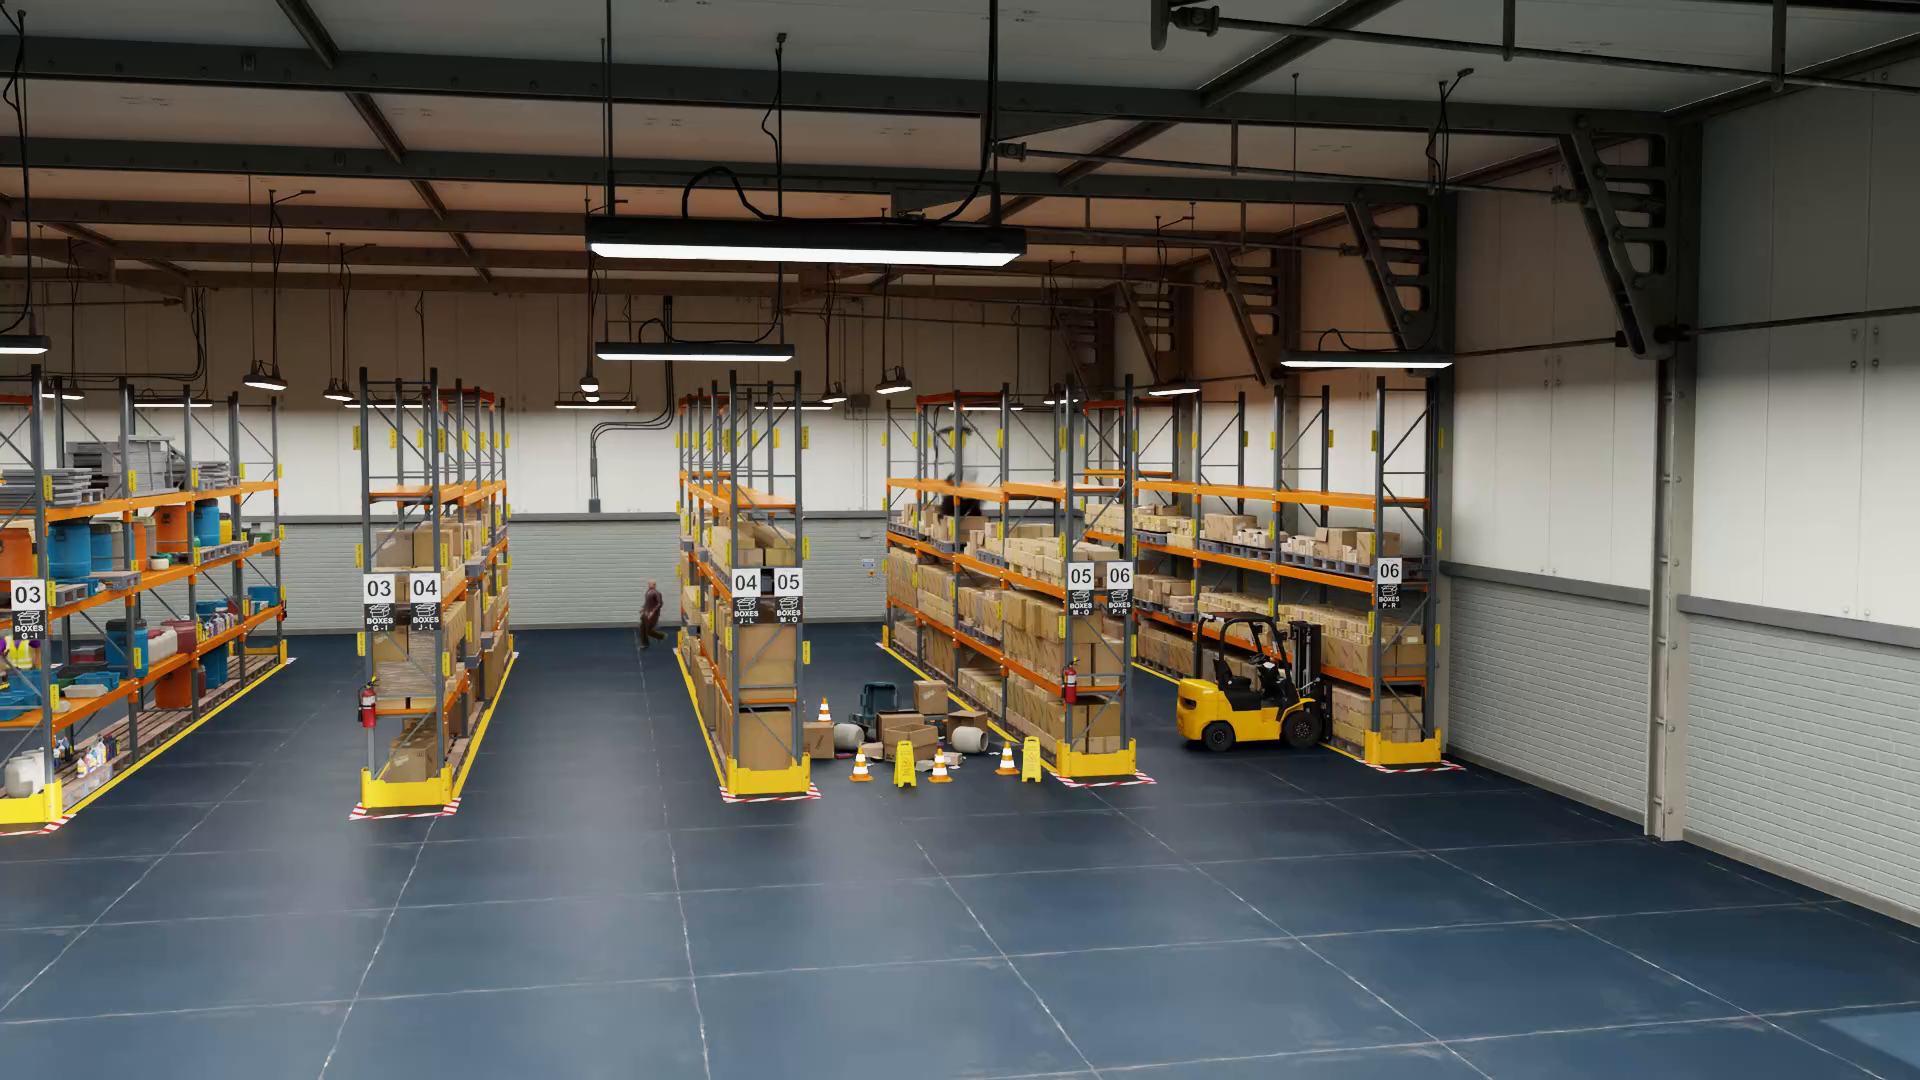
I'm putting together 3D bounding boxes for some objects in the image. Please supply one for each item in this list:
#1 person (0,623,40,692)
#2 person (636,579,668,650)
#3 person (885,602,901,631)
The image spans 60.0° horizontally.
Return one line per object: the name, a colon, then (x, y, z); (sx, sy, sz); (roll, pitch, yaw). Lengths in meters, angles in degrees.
person: (-16.880, 2.301, 29.780); (0.703, 1.739, 1.022); (-1, 4, -23)
person: (-7.328, 1.781, 39.818); (0.739, 1.730, 0.747); (-3, 4, -40)
person: (-1.636, 1.686, 41.807); (0.554, 1.653, 0.556); (-1, 3, -10)
